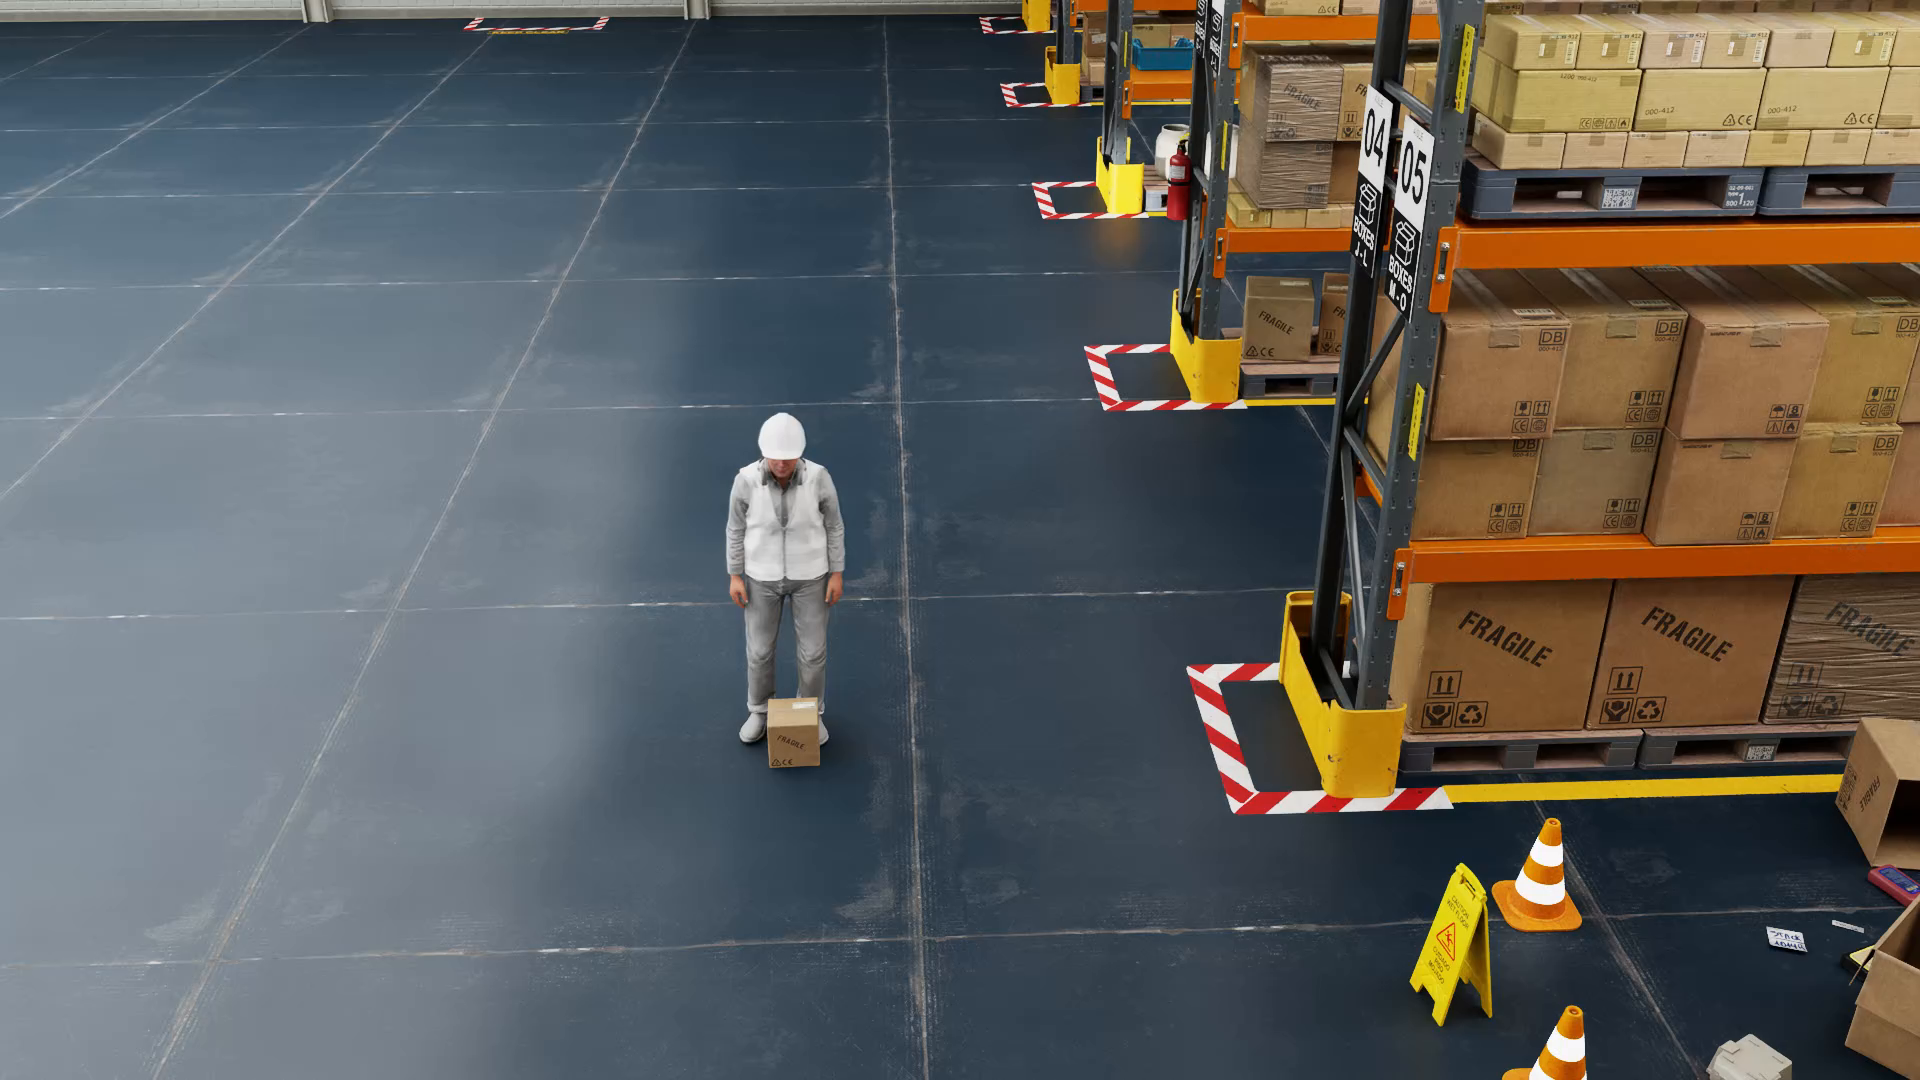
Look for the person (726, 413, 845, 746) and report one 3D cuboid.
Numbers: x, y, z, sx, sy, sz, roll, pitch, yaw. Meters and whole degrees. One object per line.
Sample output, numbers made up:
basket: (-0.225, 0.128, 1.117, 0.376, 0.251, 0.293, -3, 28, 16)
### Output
person: (-0.859, 0.177, 8.249, 0.581, 1.771, 0.464, -2, 27, -3)
